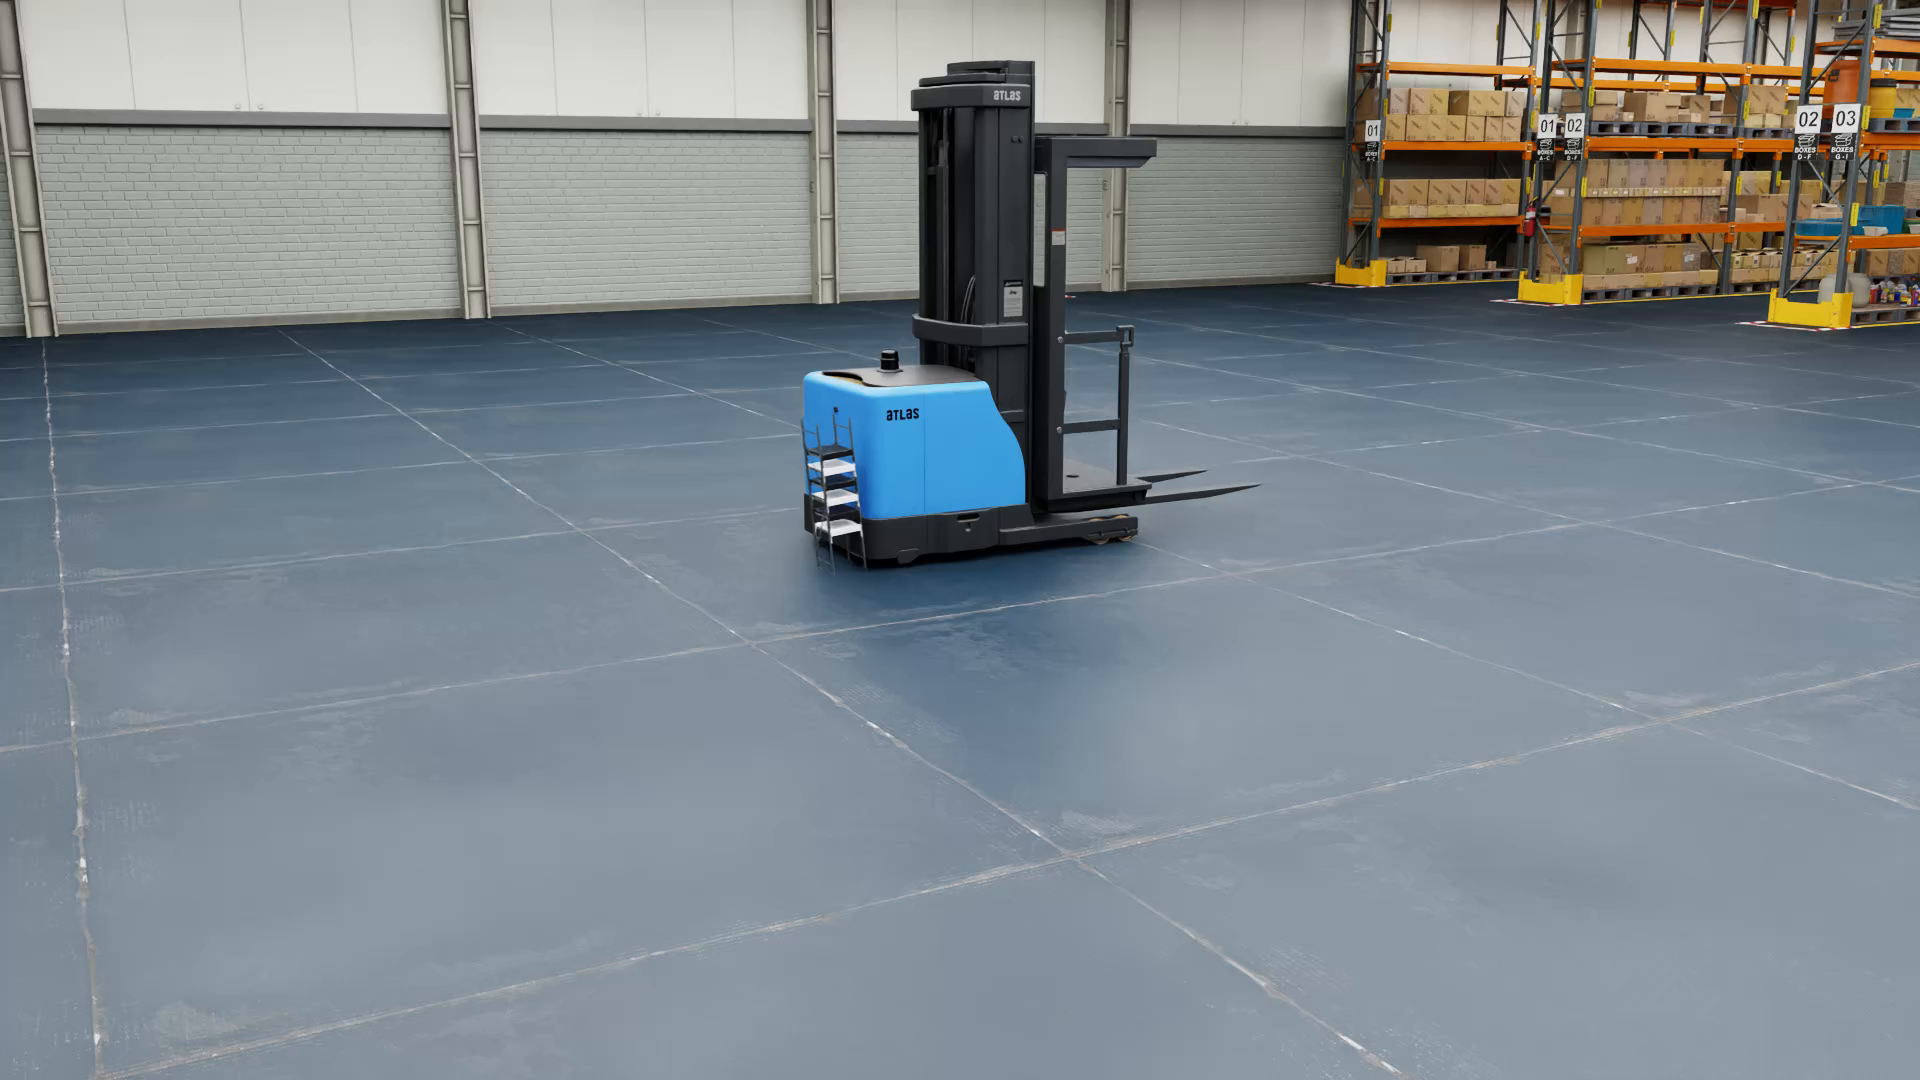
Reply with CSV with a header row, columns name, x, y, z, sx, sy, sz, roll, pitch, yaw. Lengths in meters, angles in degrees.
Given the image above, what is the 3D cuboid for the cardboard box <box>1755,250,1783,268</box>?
name,x,y,z,sx,sy,sz,roll,pitch,yaw
cardboard box,15.260,-5.317,31.431,0.500,0.311,0.500,-7,15,-30

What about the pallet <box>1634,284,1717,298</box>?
name,x,y,z,sx,sy,sz,roll,pitch,yaw
pallet,13.164,-4.642,30.755,1.213,0.211,1.003,-7,14,-28

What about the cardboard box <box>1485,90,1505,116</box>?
name,x,y,z,sx,sy,sz,roll,pitch,yaw
cardboard box,10.717,-8.877,33.840,0.500,0.500,0.500,-6,14,-25

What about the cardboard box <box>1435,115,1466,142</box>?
name,x,y,z,sx,sy,sz,roll,pitch,yaw
cardboard box,9.810,-8.286,33.490,0.500,0.500,0.500,-6,14,-24

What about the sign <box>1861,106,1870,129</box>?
name,x,y,z,sx,sy,sz,roll,pitch,yaw
sign,13.001,-6.064,23.868,0.005,0.325,0.100,-7,14,-28

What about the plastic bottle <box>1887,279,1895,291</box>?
name,x,y,z,sx,sy,sz,roll,pitch,yaw
plastic bottle,14.806,-3.976,26.475,0.185,0.351,0.144,-7,14,-28

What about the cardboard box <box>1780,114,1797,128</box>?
name,x,y,z,sx,sy,sz,roll,pitch,yaw
cardboard box,15.590,-7.863,31.267,0.500,0.250,0.500,-8,15,-33

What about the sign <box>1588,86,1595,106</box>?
name,x,y,z,sx,sy,sz,roll,pitch,yaw
sign,10.632,-7.478,28.003,0.005,0.325,0.100,-7,14,-28

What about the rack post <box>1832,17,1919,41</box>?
name,x,y,z,sx,sy,sz,roll,pitch,yaw
rack post,13.466,-7.440,24.312,0.954,0.300,0.937,-5,14,-22

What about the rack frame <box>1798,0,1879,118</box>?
name,x,y,z,sx,sy,sz,roll,pitch,yaw
rack frame,12.742,-7.629,24.013,0.127,3.000,1.000,-7,14,-28

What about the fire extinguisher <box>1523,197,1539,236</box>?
name,x,y,z,sx,sy,sz,roll,pitch,yaw
fire extinguisher,10.045,-5.697,29.266,0.183,0.674,0.296,-7,14,-28

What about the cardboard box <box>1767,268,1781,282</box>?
name,x,y,z,sx,sy,sz,roll,pitch,yaw
cardboard box,15.258,-5.045,31.499,0.500,0.250,0.500,-7,15,-30

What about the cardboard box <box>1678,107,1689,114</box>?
name,x,y,z,sx,sy,sz,roll,pitch,yaw
cardboard box,12.840,-7.712,30.142,0.500,0.311,0.500,-8,15,-31

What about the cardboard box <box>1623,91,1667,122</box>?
name,x,y,z,sx,sy,sz,roll,pitch,yaw
cardboard box,11.960,-7.565,29.055,0.500,0.500,0.500,-7,14,-28

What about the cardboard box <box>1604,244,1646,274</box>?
name,x,y,z,sx,sy,sz,roll,pitch,yaw
cardboard box,11.819,-5.008,29.629,0.500,0.500,0.500,-7,14,-28

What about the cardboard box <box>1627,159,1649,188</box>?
name,x,y,z,sx,sy,sz,roll,pitch,yaw
cardboard box,11.735,-6.501,29.480,0.500,0.500,0.700,-7,14,-28

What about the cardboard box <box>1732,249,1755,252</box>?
name,x,y,z,sx,sy,sz,roll,pitch,yaw
cardboard box,14.993,-5.421,31.894,0.500,0.311,0.500,-7,14,-28

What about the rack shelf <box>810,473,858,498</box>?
name,x,y,z,sx,sy,sz,roll,pitch,yaw
rack shelf,-0.742,-0.321,9.690,0.200,0.077,0.258,-13,17,-27

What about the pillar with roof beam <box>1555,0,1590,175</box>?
name,x,y,z,sx,sy,sz,roll,pitch,yaw
pillar with roof beam,15.524,-9.580,32.683,0.400,9.000,9.100,-7,14,-28

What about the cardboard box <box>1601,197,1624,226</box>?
name,x,y,z,sx,sy,sz,roll,pitch,yaw
cardboard box,11.246,-5.809,29.361,0.500,0.500,0.700,-6,14,-26

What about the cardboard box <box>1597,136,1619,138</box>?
name,x,y,z,sx,sy,sz,roll,pitch,yaw
cardboard box,13.834,-8.858,36.025,0.637,0.503,0.797,-5,14,-20

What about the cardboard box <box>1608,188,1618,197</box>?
name,x,y,z,sx,sy,sz,roll,pitch,yaw
cardboard box,11.269,-6.077,29.073,0.250,0.149,0.380,-7,14,-28

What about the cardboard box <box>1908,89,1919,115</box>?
name,x,y,z,sx,sy,sz,roll,pitch,yaw
cardboard box,18.675,-8.651,32.880,0.500,0.500,0.500,-7,14,-28

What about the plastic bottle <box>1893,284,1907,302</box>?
name,x,y,z,sx,sy,sz,roll,pitch,yaw
plastic bottle,14.899,-3.913,26.368,0.135,0.276,0.152,-7,14,-28

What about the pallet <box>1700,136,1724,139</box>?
name,x,y,z,sx,sy,sz,roll,pitch,yaw
pallet,16.536,-9.021,37.458,1.213,0.211,1.003,-6,14,-25

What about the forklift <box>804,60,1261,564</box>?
name,x,y,z,sx,sy,sz,roll,pitch,yaw
forklift,0.554,-1.496,10.580,3.031,2.935,1.130,-7,14,-28

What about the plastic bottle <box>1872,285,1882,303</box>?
name,x,y,z,sx,sy,sz,roll,pitch,yaw
plastic bottle,14.429,-3.870,26.159,0.133,0.283,0.061,-7,14,-28

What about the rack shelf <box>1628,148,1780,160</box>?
name,x,y,z,sx,sy,sz,roll,pitch,yaw
rack shelf,16.772,-8.776,37.579,4.000,0.370,1.077,-7,14,-28

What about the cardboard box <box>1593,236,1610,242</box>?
name,x,y,z,sx,sy,sz,roll,pitch,yaw
cardboard box,13.879,-6.680,36.445,0.500,0.250,0.500,-7,14,-27

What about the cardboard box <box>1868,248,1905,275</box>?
name,x,y,z,sx,sy,sz,roll,pitch,yaw
cardboard box,18.387,-5.543,33.098,0.500,0.500,0.500,-7,15,-30

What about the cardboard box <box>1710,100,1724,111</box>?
name,x,y,z,sx,sy,sz,roll,pitch,yaw
cardboard box,17.215,-9.838,37.724,0.500,0.250,0.500,-7,15,-30

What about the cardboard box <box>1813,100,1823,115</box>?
name,x,y,z,sx,sy,sz,roll,pitch,yaw
cardboard box,19.736,-9.960,38.651,0.500,0.500,0.500,-7,15,-29

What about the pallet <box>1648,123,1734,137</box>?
name,x,y,z,sx,sy,sz,roll,pitch,yaw
pallet,13.146,-7.404,30.044,1.213,0.211,1.003,-7,14,-28

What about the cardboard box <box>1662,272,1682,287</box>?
name,x,y,z,sx,sy,sz,roll,pitch,yaw
cardboard box,12.705,-4.744,30.165,0.500,0.250,0.500,-7,14,-28

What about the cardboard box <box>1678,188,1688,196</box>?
name,x,y,z,sx,sy,sz,roll,pitch,yaw
cardboard box,12.852,-6.267,29.918,0.250,0.149,0.380,-7,14,-28

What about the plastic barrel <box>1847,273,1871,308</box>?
name,x,y,z,sx,sy,sz,roll,pitch,yaw
plastic barrel,13.723,-3.830,25.506,0.421,0.512,0.421,0,13,0

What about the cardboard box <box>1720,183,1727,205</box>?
name,x,y,z,sx,sy,sz,roll,pitch,yaw
cardboard box,16.919,-7.820,37.575,0.500,0.500,0.500,-6,14,-26

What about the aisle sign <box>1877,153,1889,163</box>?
name,x,y,z,sx,sy,sz,roll,pitch,yaw
aisle sign,22.245,-9.513,40.126,0.004,0.787,0.394,-7,14,-28

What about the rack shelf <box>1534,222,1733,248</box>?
name,x,y,z,sx,sy,sz,roll,pitch,yaw
rack shelf,12.127,-5.517,29.929,4.000,0.370,1.077,-7,14,-28

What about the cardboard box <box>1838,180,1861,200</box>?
name,x,y,z,sx,sy,sz,roll,pitch,yaw
cardboard box,20.962,-8.307,40.005,0.700,0.700,0.980,-7,14,-28

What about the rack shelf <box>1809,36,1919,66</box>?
name,x,y,z,sx,sy,sz,roll,pitch,yaw
rack shelf,14.497,-7.293,25.071,4.000,0.370,1.077,-7,14,-28

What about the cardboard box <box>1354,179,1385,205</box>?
name,x,y,z,sx,sy,sz,roll,pitch,yaw
cardboard box,8.307,-7.004,33.490,0.500,0.500,0.500,-7,14,-28

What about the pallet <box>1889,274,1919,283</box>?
name,x,y,z,sx,sy,sz,roll,pitch,yaw
pallet,19.136,-5.337,33.844,1.213,0.211,1.003,-7,14,-28

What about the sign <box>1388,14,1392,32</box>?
name,x,y,z,sx,sy,sz,roll,pitch,yaw
sign,8.255,-9.928,31.921,0.005,0.325,0.100,-7,14,-28

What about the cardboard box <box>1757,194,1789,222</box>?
name,x,y,z,sx,sy,sz,roll,pitch,yaw
cardboard box,15.466,-6.313,31.599,0.500,0.500,0.500,-7,14,-28

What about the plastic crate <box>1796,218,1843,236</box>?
name,x,y,z,sx,sy,sz,roll,pitch,yaw
plastic crate,13.038,-4.740,25.178,0.616,0.251,0.499,-7,14,-28

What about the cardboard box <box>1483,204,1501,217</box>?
name,x,y,z,sx,sy,sz,roll,pitch,yaw
cardboard box,10.794,-6.810,34.333,0.500,0.250,0.500,-7,14,-28

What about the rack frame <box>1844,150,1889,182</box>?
name,x,y,z,sx,sy,sz,roll,pitch,yaw
rack frame,22.038,-8.295,40.635,0.127,3.000,1.000,-7,14,-28

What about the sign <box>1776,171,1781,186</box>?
name,x,y,z,sx,sy,sz,roll,pitch,yaw
sign,18.796,-8.297,38.186,0.005,0.325,0.100,-7,14,-28

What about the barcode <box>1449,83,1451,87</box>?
name,x,y,z,sx,sy,sz,roll,pitch,yaw
barcode,10.080,-9.359,34.206,0.075,0.075,0.001,-7,14,-28

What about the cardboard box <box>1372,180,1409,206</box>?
name,x,y,z,sx,sy,sz,roll,pitch,yaw
cardboard box,8.558,-6.906,33.053,0.500,0.500,0.500,-7,14,-28

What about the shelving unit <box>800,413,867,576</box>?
name,x,y,z,sx,sy,sz,roll,pitch,yaw
shelving unit,-0.738,-0.266,9.705,0.210,0.900,0.258,-13,17,-27
